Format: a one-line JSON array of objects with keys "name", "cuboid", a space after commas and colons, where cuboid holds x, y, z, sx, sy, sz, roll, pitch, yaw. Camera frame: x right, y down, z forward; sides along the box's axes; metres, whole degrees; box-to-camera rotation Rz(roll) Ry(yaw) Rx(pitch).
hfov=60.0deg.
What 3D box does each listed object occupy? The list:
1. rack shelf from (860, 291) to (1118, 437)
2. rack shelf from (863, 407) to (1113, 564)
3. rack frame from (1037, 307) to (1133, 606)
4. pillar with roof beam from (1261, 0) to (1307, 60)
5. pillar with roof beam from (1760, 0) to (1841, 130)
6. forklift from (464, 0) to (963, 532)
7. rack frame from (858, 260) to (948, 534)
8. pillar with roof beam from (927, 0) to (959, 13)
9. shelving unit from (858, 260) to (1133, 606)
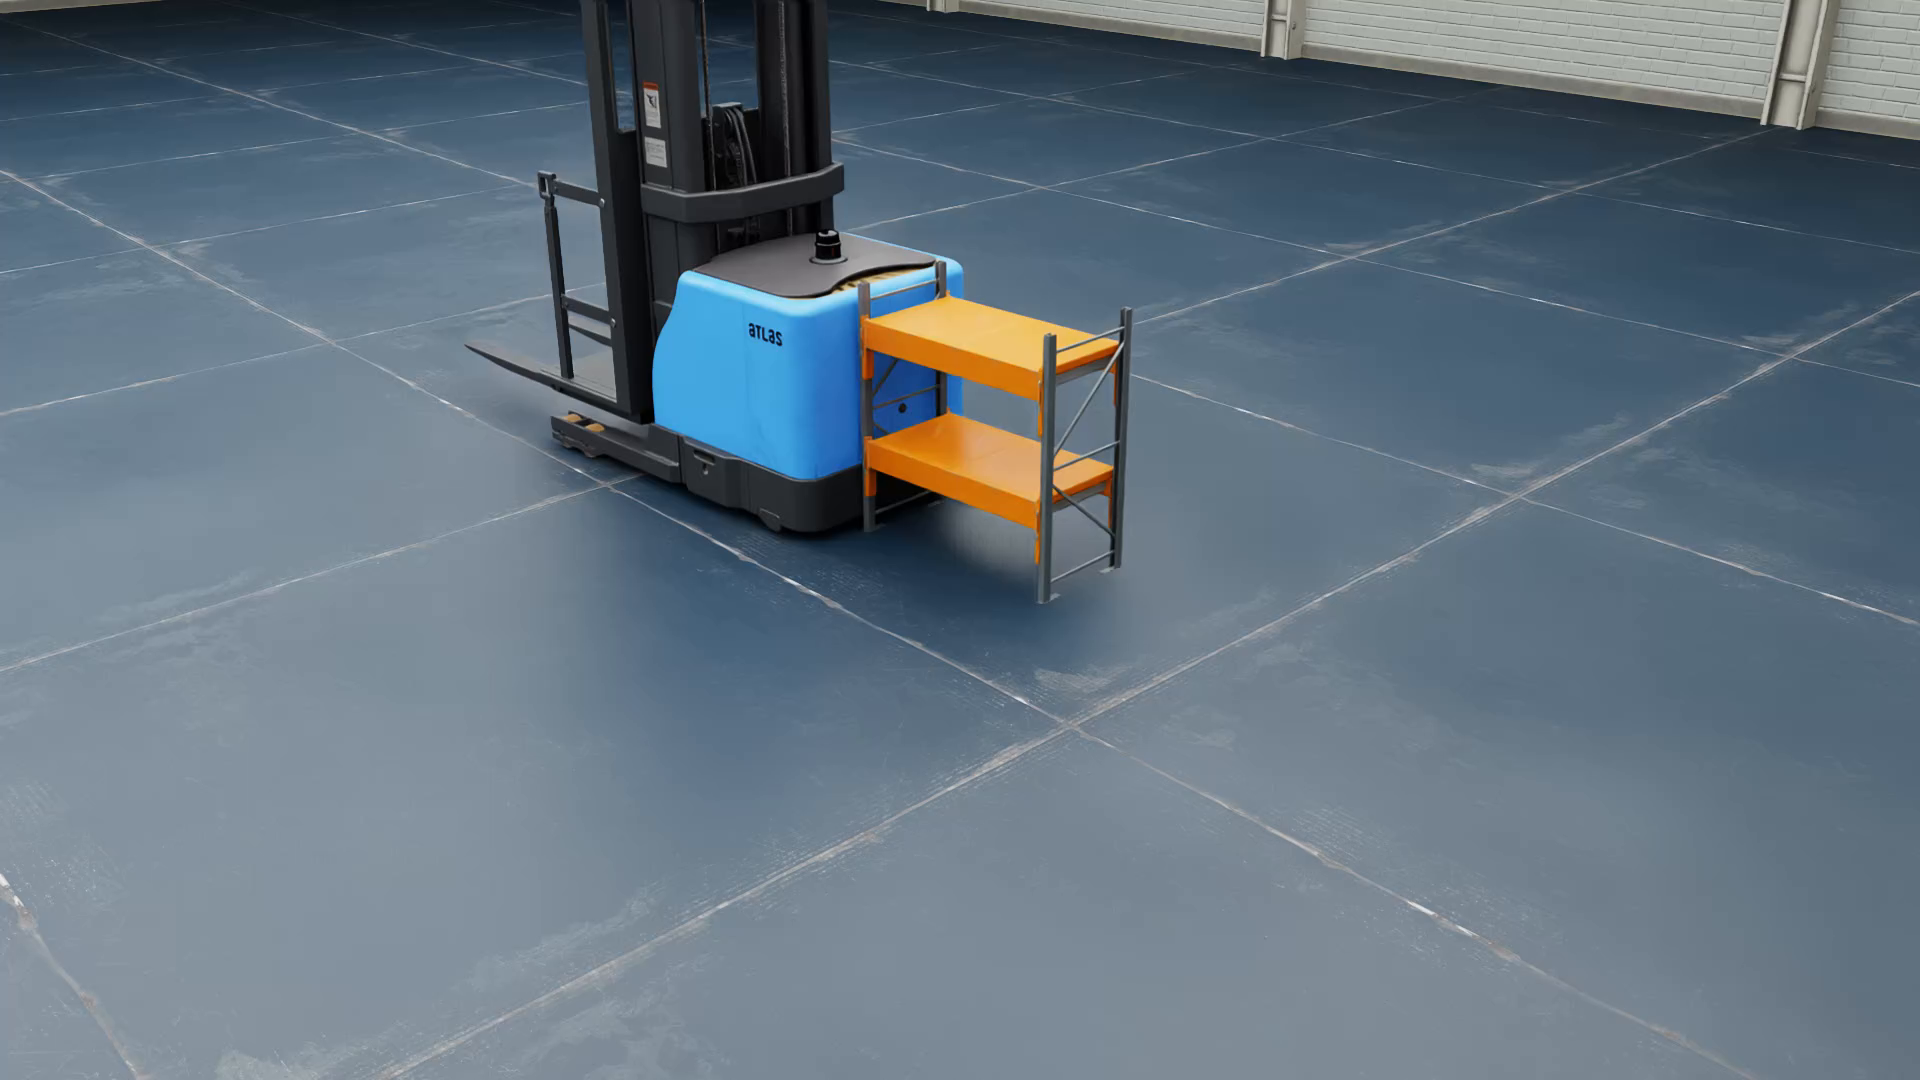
[{"name": "rack shelf", "cuboid": [0.128, -0.740, 6.811, 1.000, 0.278, 0.538, 22, 32, 39]}, {"name": "rack shelf", "cuboid": [0.128, -0.251, 7.034, 1.000, 0.278, 0.538, 22, 32, 39]}, {"name": "rack frame", "cuboid": [0.495, -0.328, 6.613, 0.032, 1.125, 0.500, 22, 32, 39]}, {"name": "pillar with roof beam", "cuboid": [0.722, -8.687, 15.450, 9.100, 9.000, 0.400, -21, 32, -38]}, {"name": "pillar with roof beam", "cuboid": [4.823, -6.869, 11.466, 9.100, 9.000, 0.400, -21, 32, -38]}, {"name": "forklift", "cuboid": [-1.383, -1.873, 7.823, 3.031, 2.935, 1.130, 22, 32, 39]}, {"name": "rack frame", "cuboid": [-0.240, -0.619, 7.251, 0.032, 1.125, 0.500, 22, 32, 39]}, {"name": "pillar with roof beam", "cuboid": [-3.379, -10.505, 19.435, 9.100, 9.000, 0.400, -21, 32, -38]}, {"name": "shelving unit", "cuboid": [0.128, -0.473, 6.932, 1.048, 1.125, 0.538, 22, 32, 39]}]
